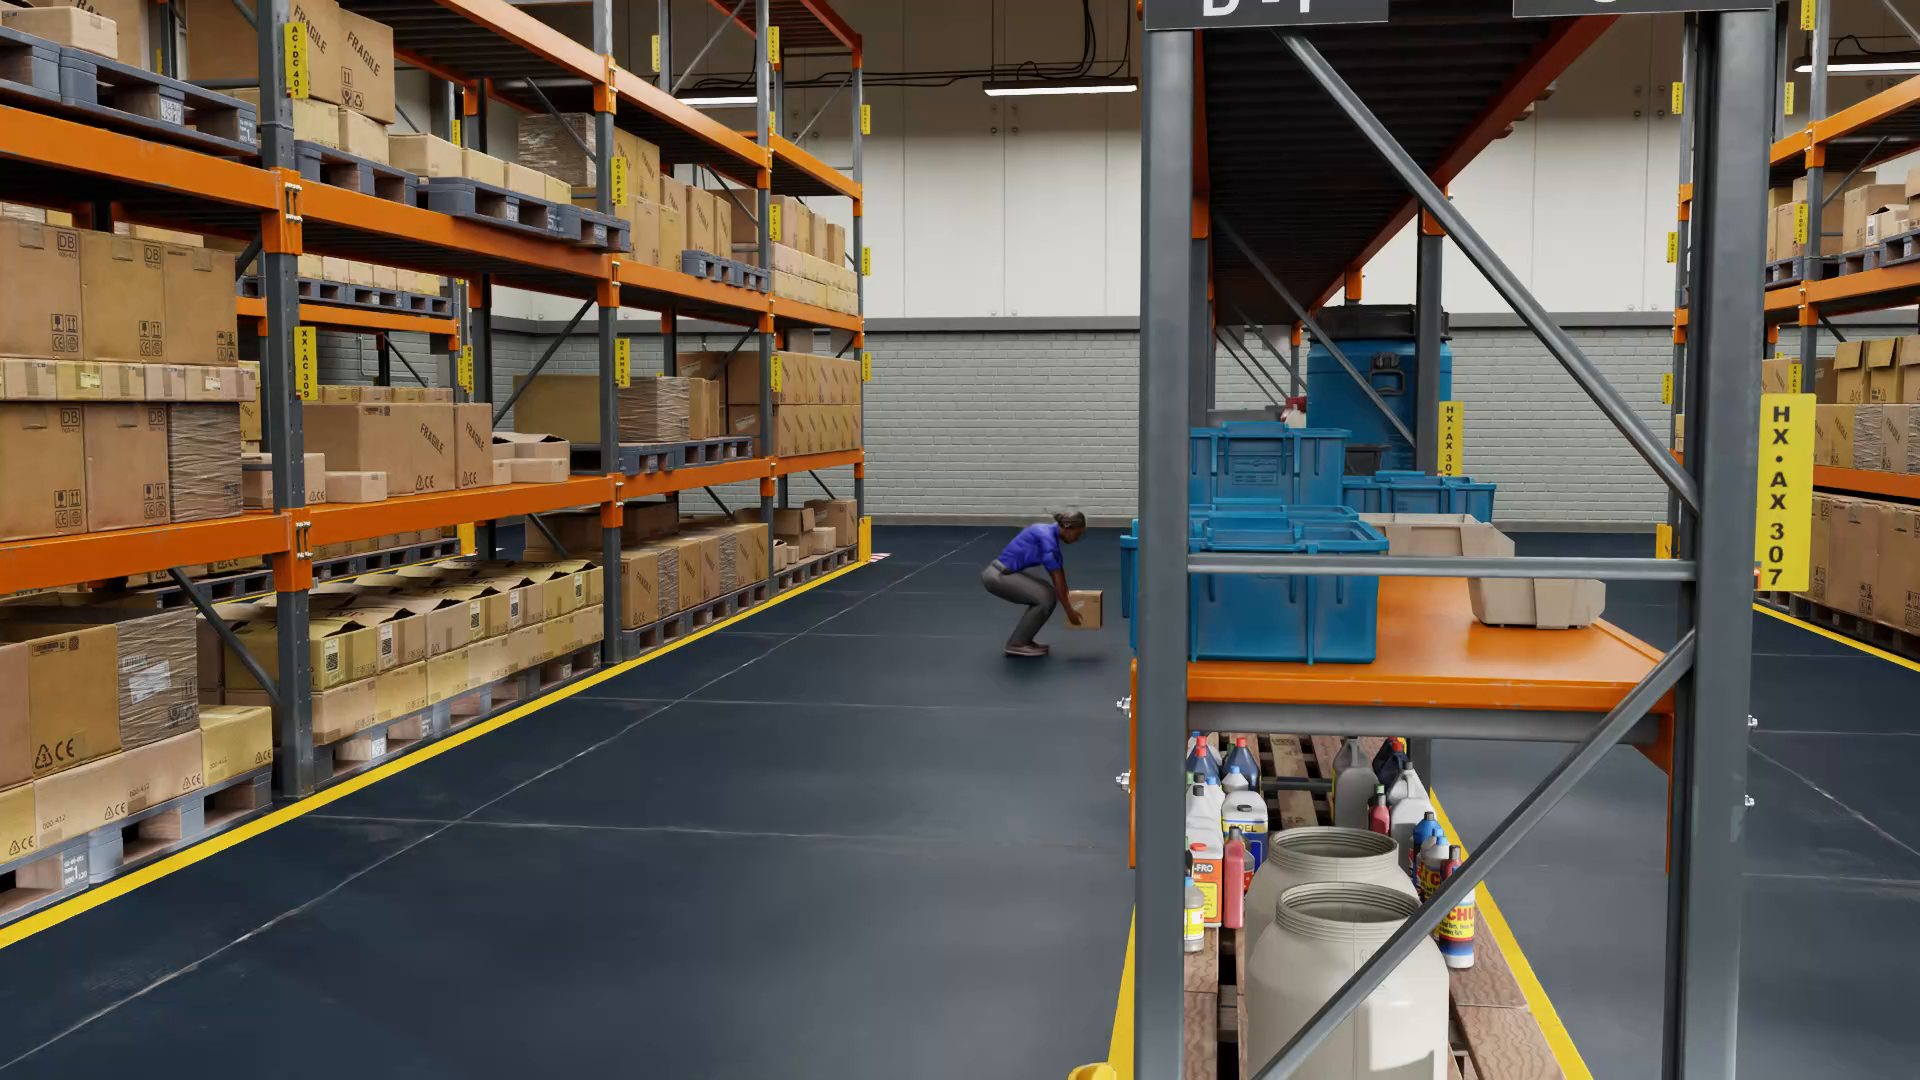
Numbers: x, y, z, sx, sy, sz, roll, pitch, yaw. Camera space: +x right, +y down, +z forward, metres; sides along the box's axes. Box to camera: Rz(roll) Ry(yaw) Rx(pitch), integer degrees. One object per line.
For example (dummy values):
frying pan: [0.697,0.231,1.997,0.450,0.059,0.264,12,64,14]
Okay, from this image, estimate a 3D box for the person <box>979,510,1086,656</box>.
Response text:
person: [0.529,0.305,12.022,0.755,1.043,0.488,1,5,9]
